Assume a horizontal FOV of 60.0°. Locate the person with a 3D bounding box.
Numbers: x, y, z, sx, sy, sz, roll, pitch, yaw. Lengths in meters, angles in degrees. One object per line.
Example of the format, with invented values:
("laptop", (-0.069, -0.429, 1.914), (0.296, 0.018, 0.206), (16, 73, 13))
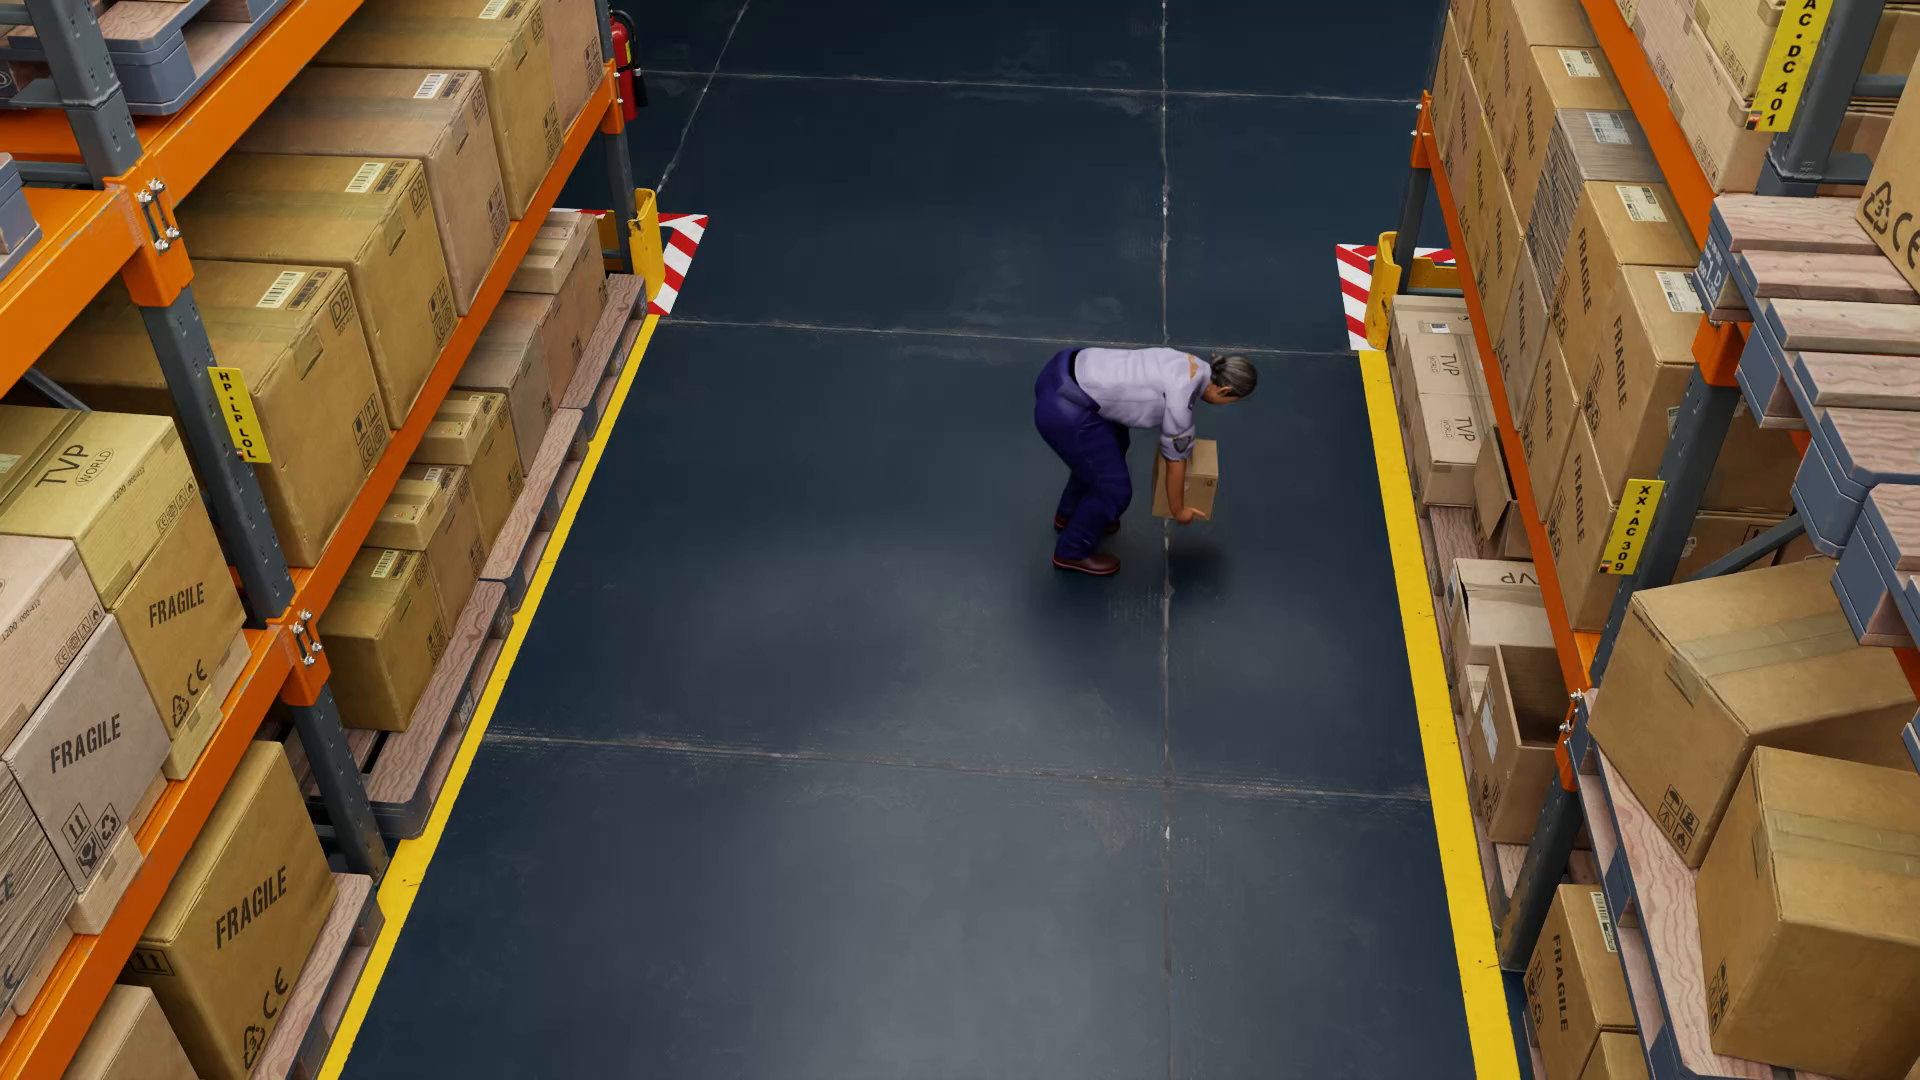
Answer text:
("person", (0.761, -0.360, 7.069), (0.907, 1.037, 0.478), (2, 40, 2))
